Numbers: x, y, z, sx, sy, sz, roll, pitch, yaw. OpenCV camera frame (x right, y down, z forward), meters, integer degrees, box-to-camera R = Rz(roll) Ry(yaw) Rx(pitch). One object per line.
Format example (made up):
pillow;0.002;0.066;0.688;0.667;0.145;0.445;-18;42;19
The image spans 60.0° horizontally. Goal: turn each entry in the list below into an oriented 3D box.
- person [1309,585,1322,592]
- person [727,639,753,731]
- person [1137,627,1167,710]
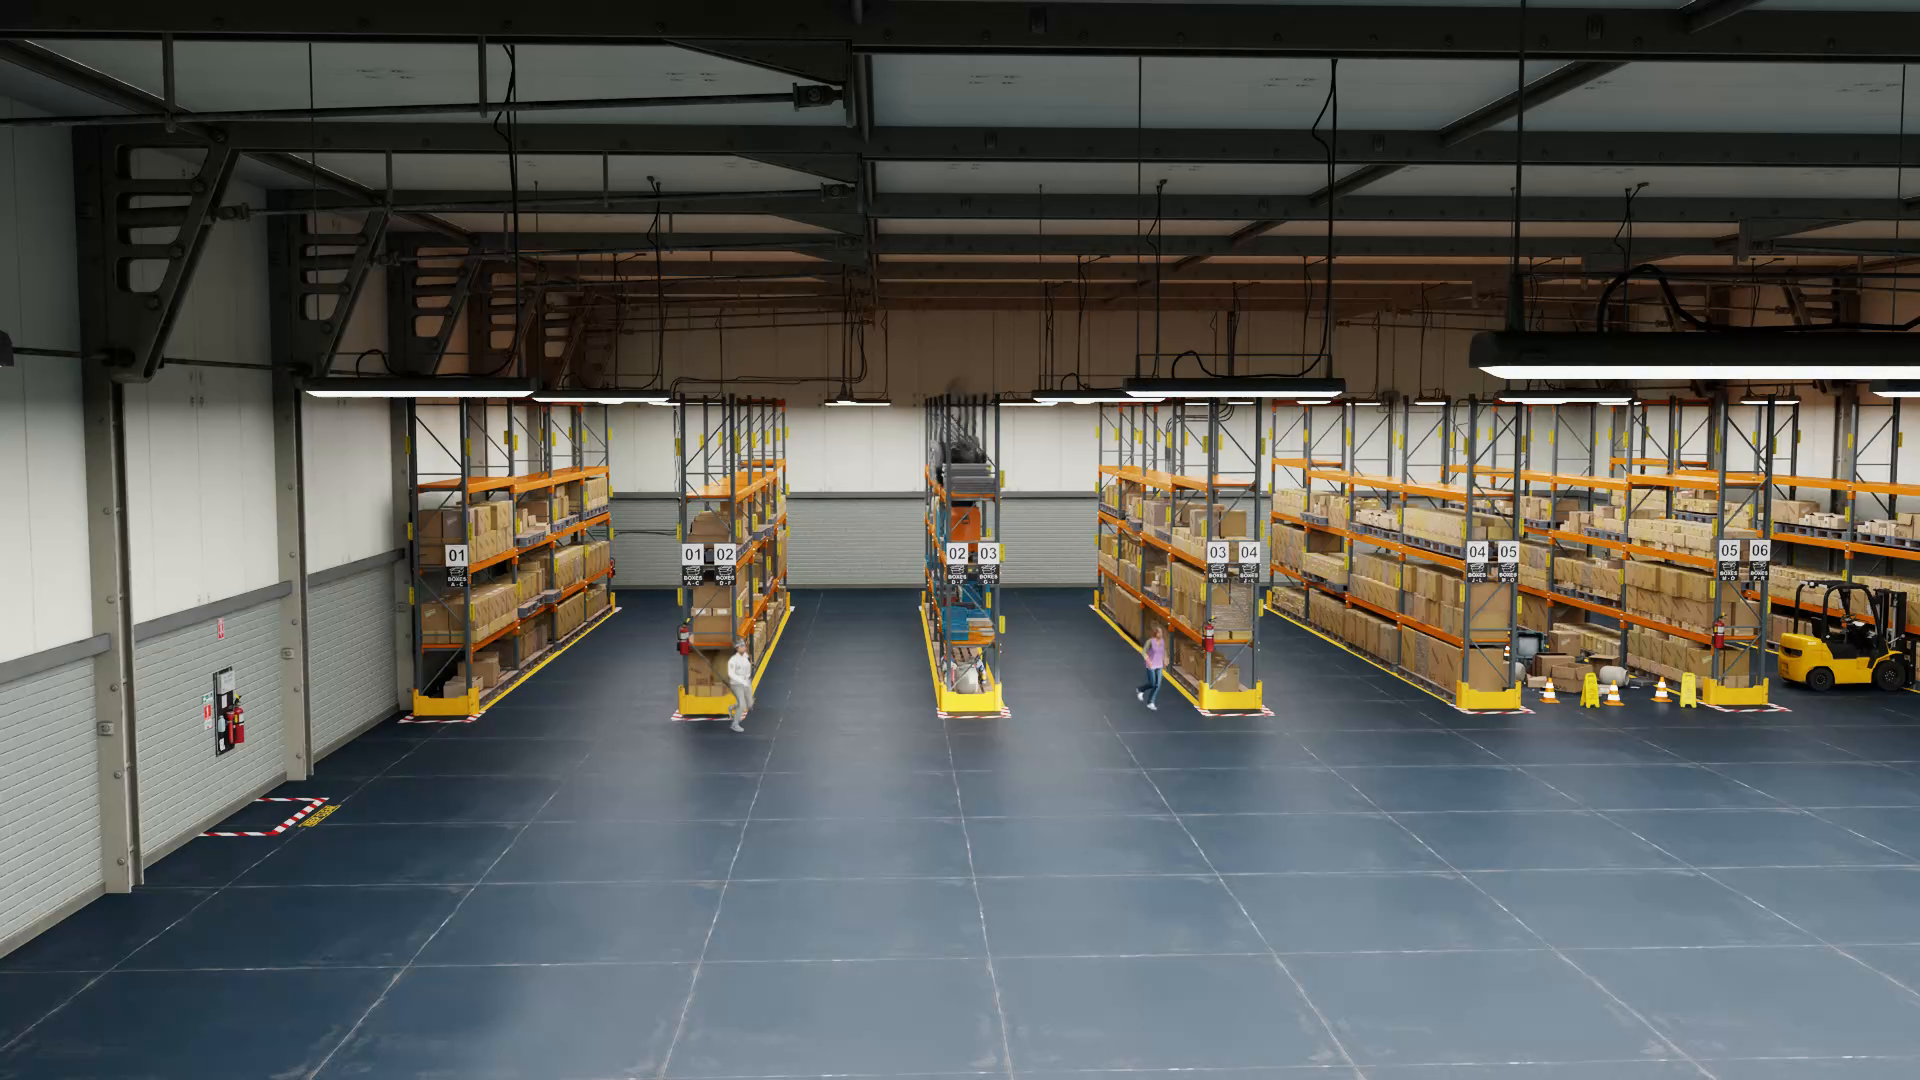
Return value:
person;10.437;1.031;49.007;0.626;1.690;0.668;0;5;-5
person;-3.908;2.569;29.606;0.623;1.666;0.641;3;5;34
person;3.726;2.441;31.887;0.561;1.565;0.601;-2;5;-26
